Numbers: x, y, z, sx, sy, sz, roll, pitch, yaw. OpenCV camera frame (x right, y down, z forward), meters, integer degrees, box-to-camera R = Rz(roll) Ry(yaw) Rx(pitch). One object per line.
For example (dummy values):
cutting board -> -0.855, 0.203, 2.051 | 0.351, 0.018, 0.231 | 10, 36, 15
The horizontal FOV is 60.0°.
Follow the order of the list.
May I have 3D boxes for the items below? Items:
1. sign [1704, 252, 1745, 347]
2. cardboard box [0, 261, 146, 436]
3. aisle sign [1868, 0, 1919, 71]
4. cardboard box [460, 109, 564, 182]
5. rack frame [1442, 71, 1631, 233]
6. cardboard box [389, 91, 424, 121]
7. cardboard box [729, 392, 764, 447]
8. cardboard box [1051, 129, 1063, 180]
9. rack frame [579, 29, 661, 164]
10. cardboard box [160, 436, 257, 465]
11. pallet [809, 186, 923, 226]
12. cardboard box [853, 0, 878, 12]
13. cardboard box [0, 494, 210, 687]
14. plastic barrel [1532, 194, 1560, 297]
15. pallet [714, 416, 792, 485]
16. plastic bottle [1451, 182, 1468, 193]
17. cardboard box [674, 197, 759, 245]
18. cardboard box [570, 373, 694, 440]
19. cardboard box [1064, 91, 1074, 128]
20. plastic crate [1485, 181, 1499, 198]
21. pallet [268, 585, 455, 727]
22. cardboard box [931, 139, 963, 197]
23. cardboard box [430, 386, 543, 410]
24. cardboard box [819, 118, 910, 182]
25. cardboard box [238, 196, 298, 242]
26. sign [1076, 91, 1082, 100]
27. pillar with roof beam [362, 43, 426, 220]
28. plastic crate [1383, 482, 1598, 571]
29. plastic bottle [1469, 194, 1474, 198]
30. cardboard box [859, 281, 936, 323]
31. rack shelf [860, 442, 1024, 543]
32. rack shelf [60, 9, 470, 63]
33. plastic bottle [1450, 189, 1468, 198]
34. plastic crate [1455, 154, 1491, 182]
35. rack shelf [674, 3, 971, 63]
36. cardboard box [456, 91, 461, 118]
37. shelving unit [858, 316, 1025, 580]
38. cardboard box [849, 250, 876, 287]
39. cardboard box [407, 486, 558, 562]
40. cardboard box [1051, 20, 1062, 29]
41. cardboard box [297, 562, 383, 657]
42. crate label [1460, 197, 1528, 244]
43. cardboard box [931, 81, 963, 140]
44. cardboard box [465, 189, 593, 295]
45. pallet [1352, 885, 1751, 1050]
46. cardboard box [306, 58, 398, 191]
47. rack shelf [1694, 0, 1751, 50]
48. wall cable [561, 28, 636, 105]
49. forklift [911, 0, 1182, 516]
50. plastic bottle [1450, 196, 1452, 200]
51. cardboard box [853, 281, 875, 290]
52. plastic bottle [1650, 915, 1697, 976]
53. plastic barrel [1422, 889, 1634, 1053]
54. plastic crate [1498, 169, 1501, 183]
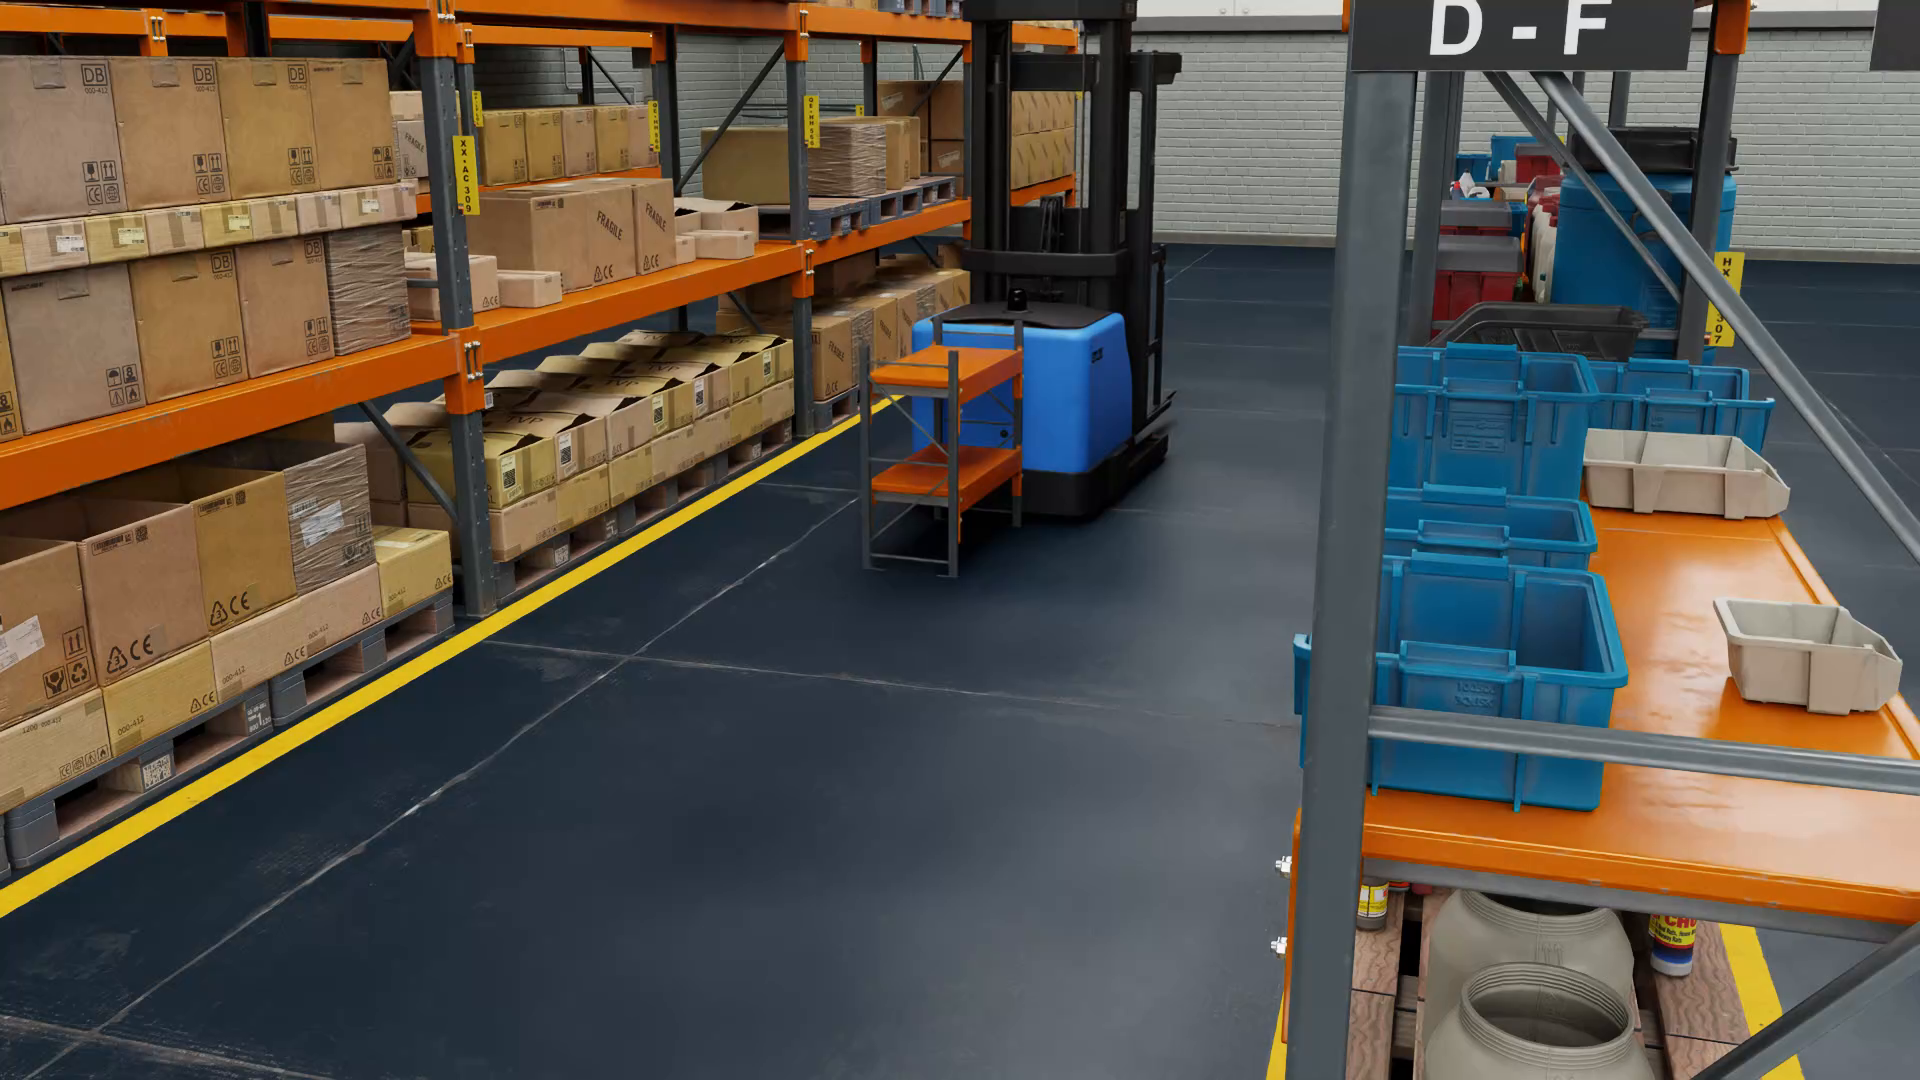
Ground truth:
sign -> 2.648, -0.835, 5.769 | 0.100, 0.325, 0.005 | 5, 16, 16
cardboard box -> -3.179, -0.660, 5.477 | 0.700, 0.500, 0.500 | 5, 17, 18
aisle sign -> 1.247, -0.910, 1.776 | 0.394, 0.787, 0.004 | 5, 16, 16
cardboard box -> -4.719, -4.084, 17.182 | 0.980, 0.700, 0.700 | 4, 16, 14
rack frame -> 3.260, -1.794, 9.657 | 1.000, 3.000, 0.127 | 5, 16, 16
cardboard box -> -5.144, -3.895, 14.926 | 0.500, 0.250, 0.500 | 5, 17, 17
cardboard box -> -1.547, -0.766, 10.304 | 0.500, 0.250, 0.500 | 4, 16, 15
cardboard box -> 0.775, -4.046, 17.413 | 0.500, 0.500, 0.500 | 5, 17, 16
rack frame -> -3.965, -4.655, 19.744 | 1.000, 3.000, 0.127 | 5, 16, 16
cardboard box -> -3.191, -0.144, 6.735 | 0.500, 0.500, 0.500 | 5, 16, 16
pallet -> -0.940, -2.596, 12.836 | 1.003, 0.211, 1.213 | 5, 16, 16
cardboard box -> -1.103, -4.056, 11.953 | 0.910, 0.500, 0.500 | 5, 16, 16
cardboard box -> -2.967, 0.159, 5.668 | 0.500, 0.500, 0.500 | 5, 16, 16
plastic barrel -> 2.937, -1.351, 7.847 | 0.433, 0.535, 0.433 | 0, 16, 0
pallet -> -1.759, -0.625, 10.646 | 1.003, 0.211, 1.213 | 5, 16, 16
plastic bottle -> 3.796, -2.593, 12.703 | 0.152, 0.276, 0.135 | 5, 16, 16
cardboard box -> -1.633, -2.044, 10.703 | 0.500, 0.311, 0.500 | 6, 17, 19
cardboard box -> -1.833, -0.773, 9.298 | 0.500, 0.311, 0.500 | 5, 17, 17
cardboard box -> 0.923, -4.663, 17.758 | 0.500, 0.500, 0.500 | 4, 16, 15
plastic crate -> 4.457, -3.050, 14.481 | 0.437, 0.125, 0.590 | 5, 16, 16
pallet -> -2.891, 0.414, 6.983 | 1.003, 0.211, 1.213 | 5, 16, 16
cardboard box -> 0.055, -3.386, 15.086 | 0.500, 0.500, 0.500 | 5, 17, 17
cardboard box -> -2.498, -0.677, 8.959 | 0.500, 0.311, 0.500 | 5, 16, 16
cardboard box -> -0.835, -3.184, 13.606 | 0.700, 0.500, 0.500 | 7, 17, 25
cardboard box -> -2.714, -1.203, 6.201 | 0.380, 0.149, 0.250 | 5, 16, 16
sign -> 1.312, -4.933, 18.022 | 0.100, 0.325, 0.005 | 5, 16, 16
pillar with roof beam -> -1.605, -6.411, 14.941 | 9.100, 9.000, 0.400 | 5, 16, 16
plastic crate -> 1.032, 0.047, 3.439 | 0.499, 0.251, 0.408 | 5, 16, 16
plastic bottle -> 3.482, -2.213, 11.348 | 0.061, 0.283, 0.133 | 5, 16, 16
cardboard box -> -0.508, -1.823, 13.535 | 0.500, 0.500, 0.500 | 5, 17, 17
rack shelf -> -0.075, -0.270, 8.616 | 0.538, 0.278, 1.000 | 6, 17, 19
rack shelf -> -5.670, -4.182, 13.899 | 1.077, 0.370, 4.000 | 5, 16, 16
plastic bottle -> 3.571, -2.386, 11.972 | 0.152, 0.276, 0.135 | 5, 16, 16
plastic crate -> 4.203, -3.010, 13.864 | 0.392, 0.384, 0.575 | 5, 16, 16
rack shelf -> -0.919, -3.799, 12.548 | 1.077, 0.370, 4.000 | 5, 16, 16
cardboard box -> -4.989, -4.028, 15.395 | 0.500, 0.250, 0.500 | 5, 17, 17
shelving unit -> -0.075, -0.505, 8.549 | 0.538, 1.125, 1.048 | 6, 17, 19
cardboard box -> -1.006, -2.226, 13.581 | 0.500, 0.250, 0.500 | 5, 16, 16
cardboard box -> -2.272, -0.098, 7.947 | 0.500, 0.250, 0.500 | 4, 16, 15
cardboard box -> 0.740, -5.358, 17.000 | 0.500, 0.250, 0.500 | 5, 16, 16
cardboard box -> -2.698, 0.257, 6.697 | 0.500, 0.250, 0.500 | 5, 16, 16
crate label -> 2.719, -1.572, 8.809 | 0.502, 0.435, 0.616 | 5, 16, 16
cardboard box -> 0.053, -3.856, 14.912 | 0.500, 0.500, 0.500 | 5, 17, 17
cardboard box -> -2.241, -1.518, 8.501 | 0.500, 0.500, 0.500 | 6, 17, 20
pallet -> 1.548, 1.087, 4.611 | 1.003, 0.211, 1.213 | 5, 16, 16
cardboard box -> -2.745, -1.688, 6.723 | 0.700, 0.500, 0.500 | 5, 17, 16
rack shelf -> 2.692, -2.368, 7.501 | 1.077, 0.370, 4.000 | 5, 16, 16
wall cable -> -4.508, -5.552, 21.045 | 0.084, 1.984, 1.851 | 5, 16, 16
forklift -> 0.692, -1.898, 10.150 | 1.130, 2.935, 3.031 | 6, 17, 19
plastic bottle -> 3.291, -2.176, 11.217 | 0.061, 0.283, 0.133 | 5, 16, 16
cardboard box -> -1.012, -1.856, 13.651 | 0.500, 0.500, 0.500 | 5, 17, 17
plastic bottle -> 1.801, 0.950, 4.177 | 0.097, 0.271, 0.097 | 0, 16, 0
plastic barrel -> 1.243, 0.985, 3.650 | 0.421, 0.512, 0.421 | 0, 16, 0
plastic crate -> 5.379, -3.487, 15.998 | 0.396, 0.136, 0.243 | 5, 16, 16
